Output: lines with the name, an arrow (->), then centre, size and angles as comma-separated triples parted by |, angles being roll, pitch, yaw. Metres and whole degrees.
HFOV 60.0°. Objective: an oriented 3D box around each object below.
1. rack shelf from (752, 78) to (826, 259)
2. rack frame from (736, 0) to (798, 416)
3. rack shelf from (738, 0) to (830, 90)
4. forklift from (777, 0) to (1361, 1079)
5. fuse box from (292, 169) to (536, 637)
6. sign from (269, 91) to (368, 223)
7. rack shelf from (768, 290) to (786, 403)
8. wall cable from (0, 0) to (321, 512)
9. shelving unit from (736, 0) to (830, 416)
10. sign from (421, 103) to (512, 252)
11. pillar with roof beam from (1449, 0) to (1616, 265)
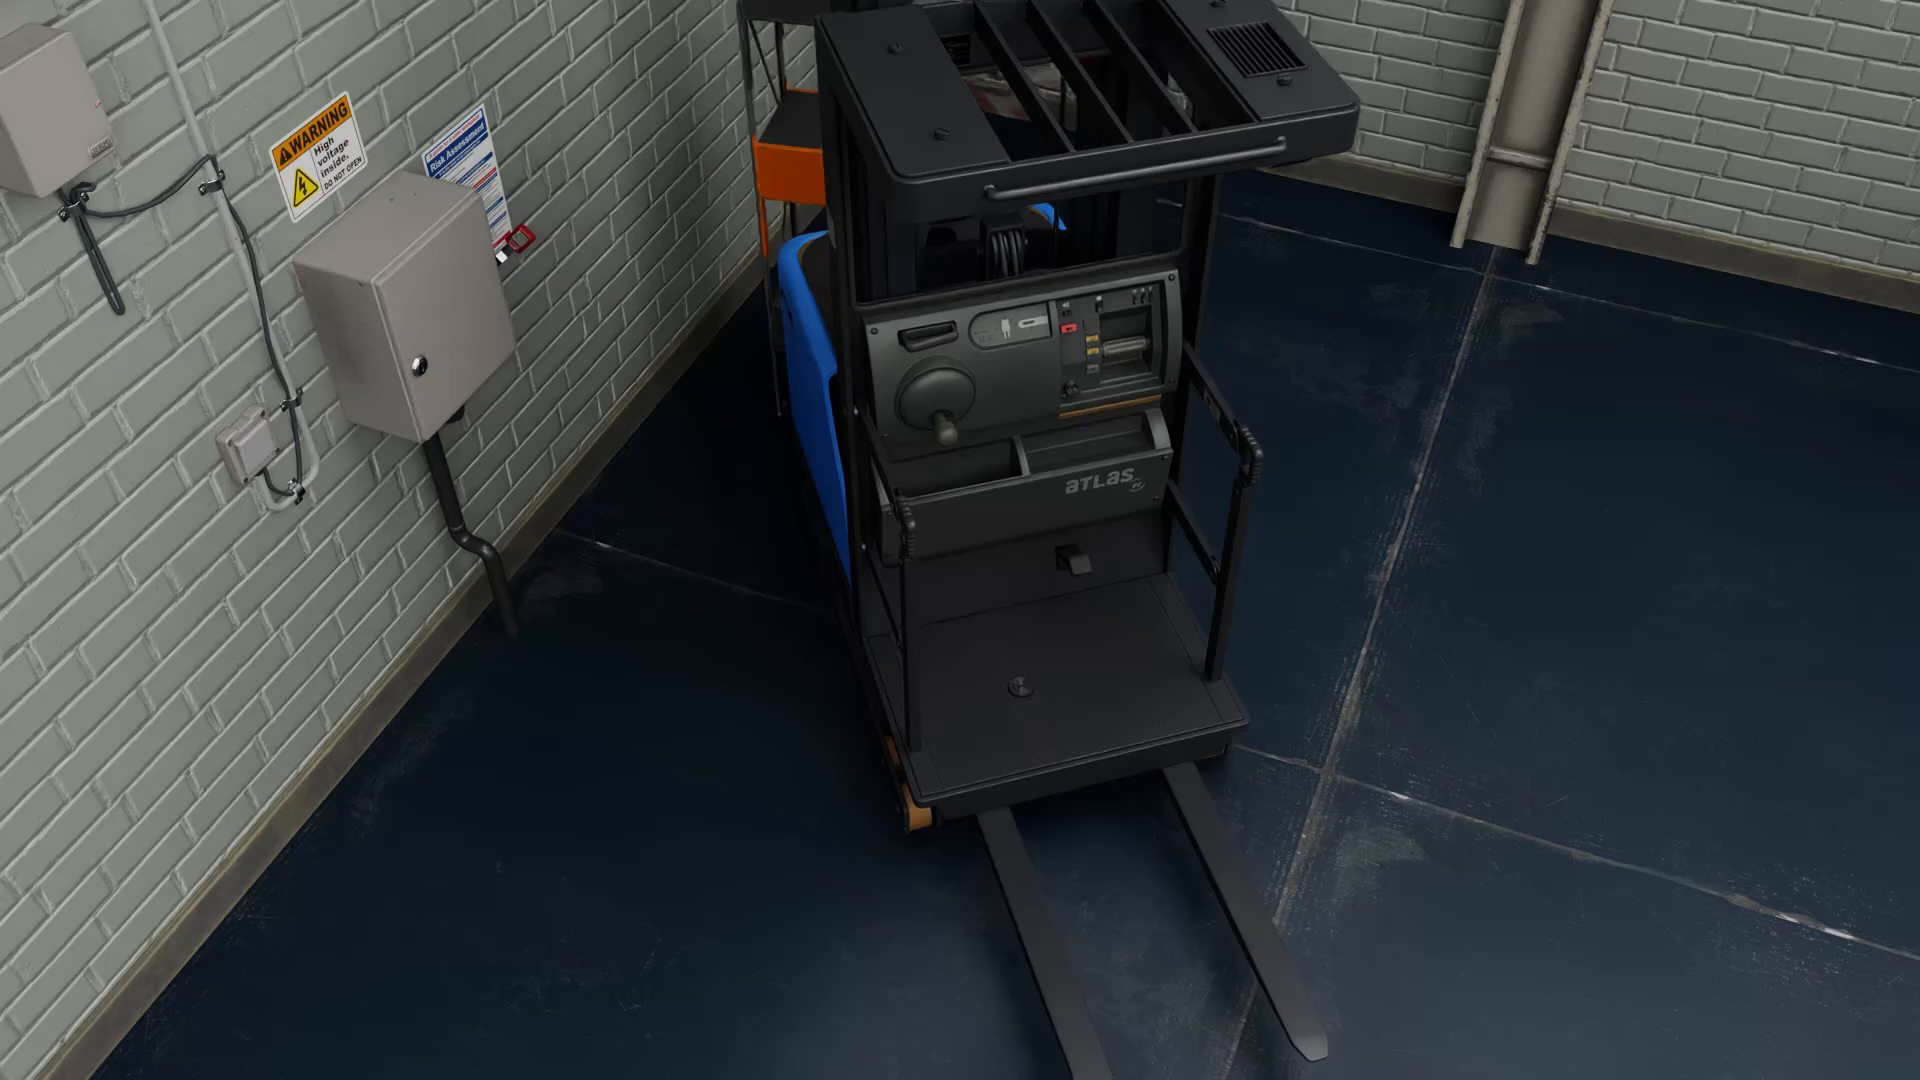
rack shelf -> -0.453, -1.340, 6.127 | 0.480, 0.518, 0.431 | 9, 46, 9
rack frame -> -0.691, -1.386, 6.154 | 0.015, 2.100, 0.400 | 9, 46, 9
rack shelf -> -0.453, -1.836, 5.634 | 0.480, 0.518, 0.431 | 9, 46, 9
forklift -> 0.255, -0.432, 4.606 | 1.130, 2.935, 3.031 | -12, 46, -12
fuse box -> -1.559, -0.292, 5.330 | 0.414, 1.711, 0.539 | 16, 47, 16
sign -> -1.772, -1.061, 4.605 | 0.001, 0.242, 0.339 | 16, 47, 16
rack shelf -> -0.453, -0.844, 6.621 | 0.480, 0.518, 0.431 | 9, 46, 9
wall cable -> -1.967, -0.707, 4.114 | 0.122, 1.984, 0.588 | 16, 47, 16
shelving unit -> -0.453, -1.350, 6.118 | 0.503, 2.100, 0.431 | 9, 46, 9
sign -> -1.560, -1.093, 5.289 | 0.001, 0.494, 0.329 | 16, 47, 16
pillar with roof beam -> 0.819, -1.780, 1.659 | 0.400, 9.000, 9.100 | 16, 47, 16
